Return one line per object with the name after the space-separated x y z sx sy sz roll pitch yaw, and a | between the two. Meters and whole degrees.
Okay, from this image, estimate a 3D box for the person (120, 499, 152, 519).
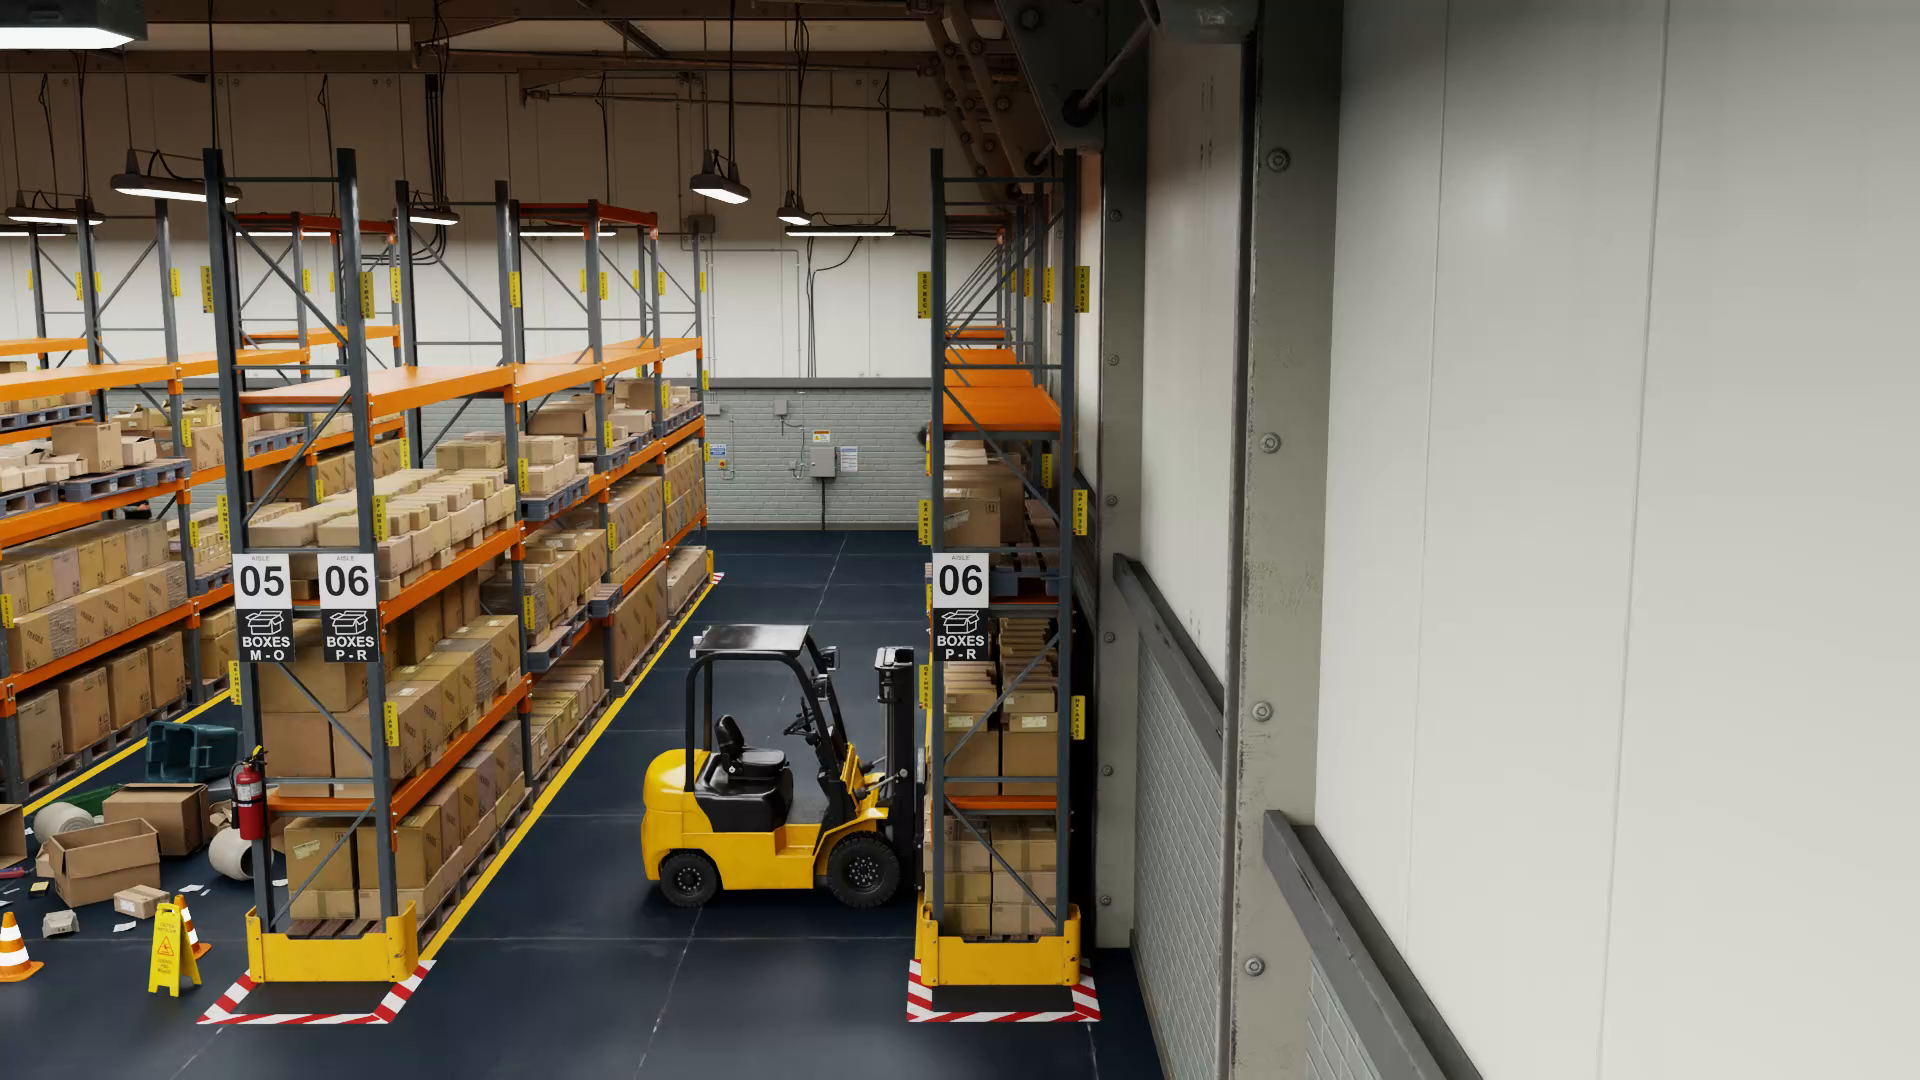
-14.329 -0.308 28.998 0.826 1.721 0.615 5 11 31 | person
